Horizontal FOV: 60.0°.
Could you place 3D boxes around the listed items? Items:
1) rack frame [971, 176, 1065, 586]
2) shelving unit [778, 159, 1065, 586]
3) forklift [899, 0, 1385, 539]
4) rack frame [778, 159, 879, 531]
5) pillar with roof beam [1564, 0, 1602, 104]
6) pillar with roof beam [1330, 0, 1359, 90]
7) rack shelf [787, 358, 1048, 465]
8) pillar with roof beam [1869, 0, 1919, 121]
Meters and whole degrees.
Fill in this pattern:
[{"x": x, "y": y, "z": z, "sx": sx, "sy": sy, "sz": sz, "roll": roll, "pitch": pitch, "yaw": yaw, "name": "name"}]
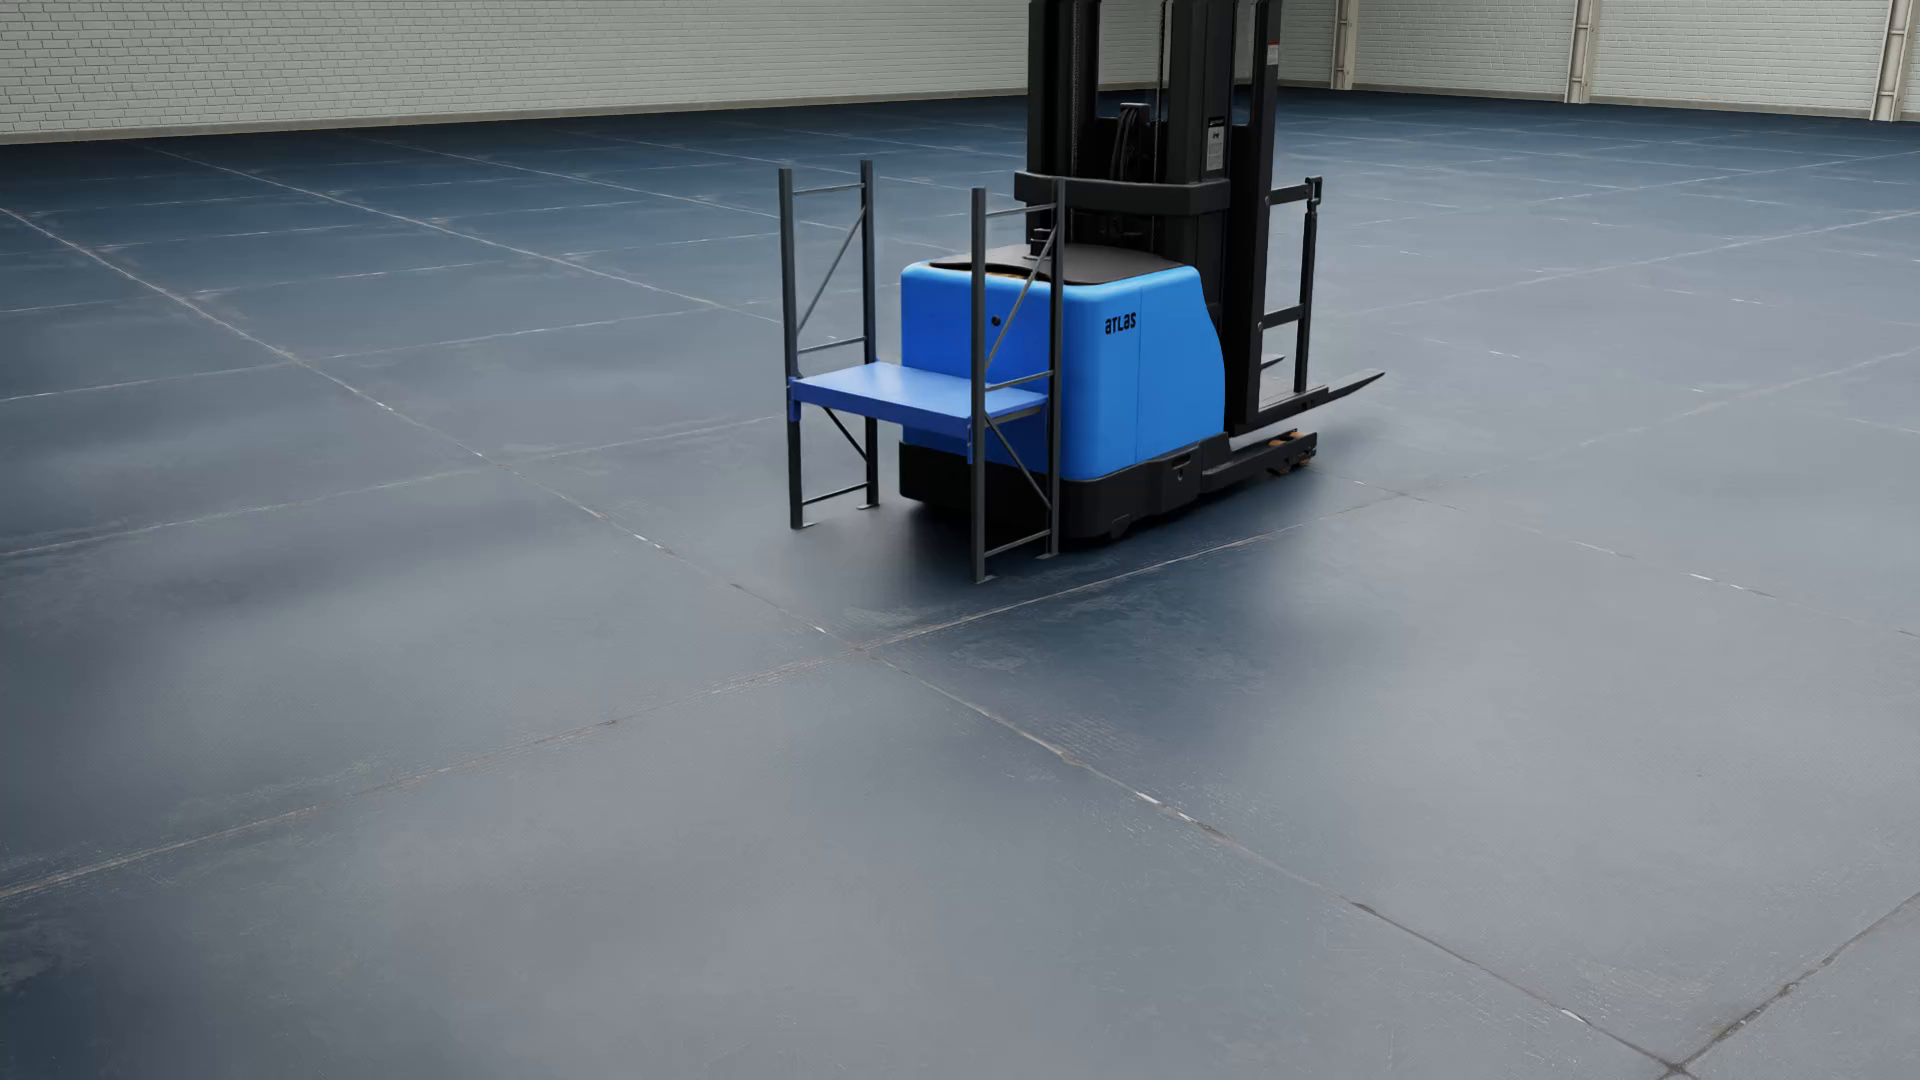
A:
[{"x": 0.219, "y": -0.598, "z": 6.324, "sx": 0.032, "sy": 1.500, "sz": 0.500, "roll": 16, "pitch": 24, "yaw": 39, "name": "rack frame"}, {"x": -0.160, "y": -0.705, "z": 6.646, "sx": 1.048, "sy": 1.500, "sz": 0.538, "roll": 16, "pitch": 24, "yaw": 39, "name": "shelving unit"}, {"x": 1.062, "y": -1.787, "z": 7.639, "sx": 1.130, "sy": 2.935, "sz": 3.031, "roll": 15, "pitch": 23, "yaw": 37, "name": "forklift"}, {"x": -0.539, "y": -0.811, "z": 6.968, "sx": 0.032, "sy": 1.500, "sz": 0.500, "roll": 16, "pitch": 24, "yaw": 39, "name": "rack frame"}, {"x": 9.064, "y": -12.247, "z": 29.575, "sx": 9.100, "sy": 9.000, "sz": 0.400, "roll": -14, "pitch": 23, "yaw": -36, "name": "pillar with roof beam"}, {"x": 5.338, "y": -13.726, "z": 34.040, "sx": 9.100, "sy": 9.000, "sz": 0.400, "roll": -14, "pitch": 23, "yaw": -36, "name": "pillar with roof beam"}, {"x": -0.160, "y": -0.534, "z": 6.703, "sx": 1.000, "sy": 0.185, "sz": 0.538, "roll": 16, "pitch": 24, "yaw": 39, "name": "rack shelf"}, {"x": 12.789, "y": -10.769, "z": 25.110, "sx": 9.100, "sy": 9.000, "sz": 0.400, "roll": -14, "pitch": 23, "yaw": -36, "name": "pillar with roof beam"}]
